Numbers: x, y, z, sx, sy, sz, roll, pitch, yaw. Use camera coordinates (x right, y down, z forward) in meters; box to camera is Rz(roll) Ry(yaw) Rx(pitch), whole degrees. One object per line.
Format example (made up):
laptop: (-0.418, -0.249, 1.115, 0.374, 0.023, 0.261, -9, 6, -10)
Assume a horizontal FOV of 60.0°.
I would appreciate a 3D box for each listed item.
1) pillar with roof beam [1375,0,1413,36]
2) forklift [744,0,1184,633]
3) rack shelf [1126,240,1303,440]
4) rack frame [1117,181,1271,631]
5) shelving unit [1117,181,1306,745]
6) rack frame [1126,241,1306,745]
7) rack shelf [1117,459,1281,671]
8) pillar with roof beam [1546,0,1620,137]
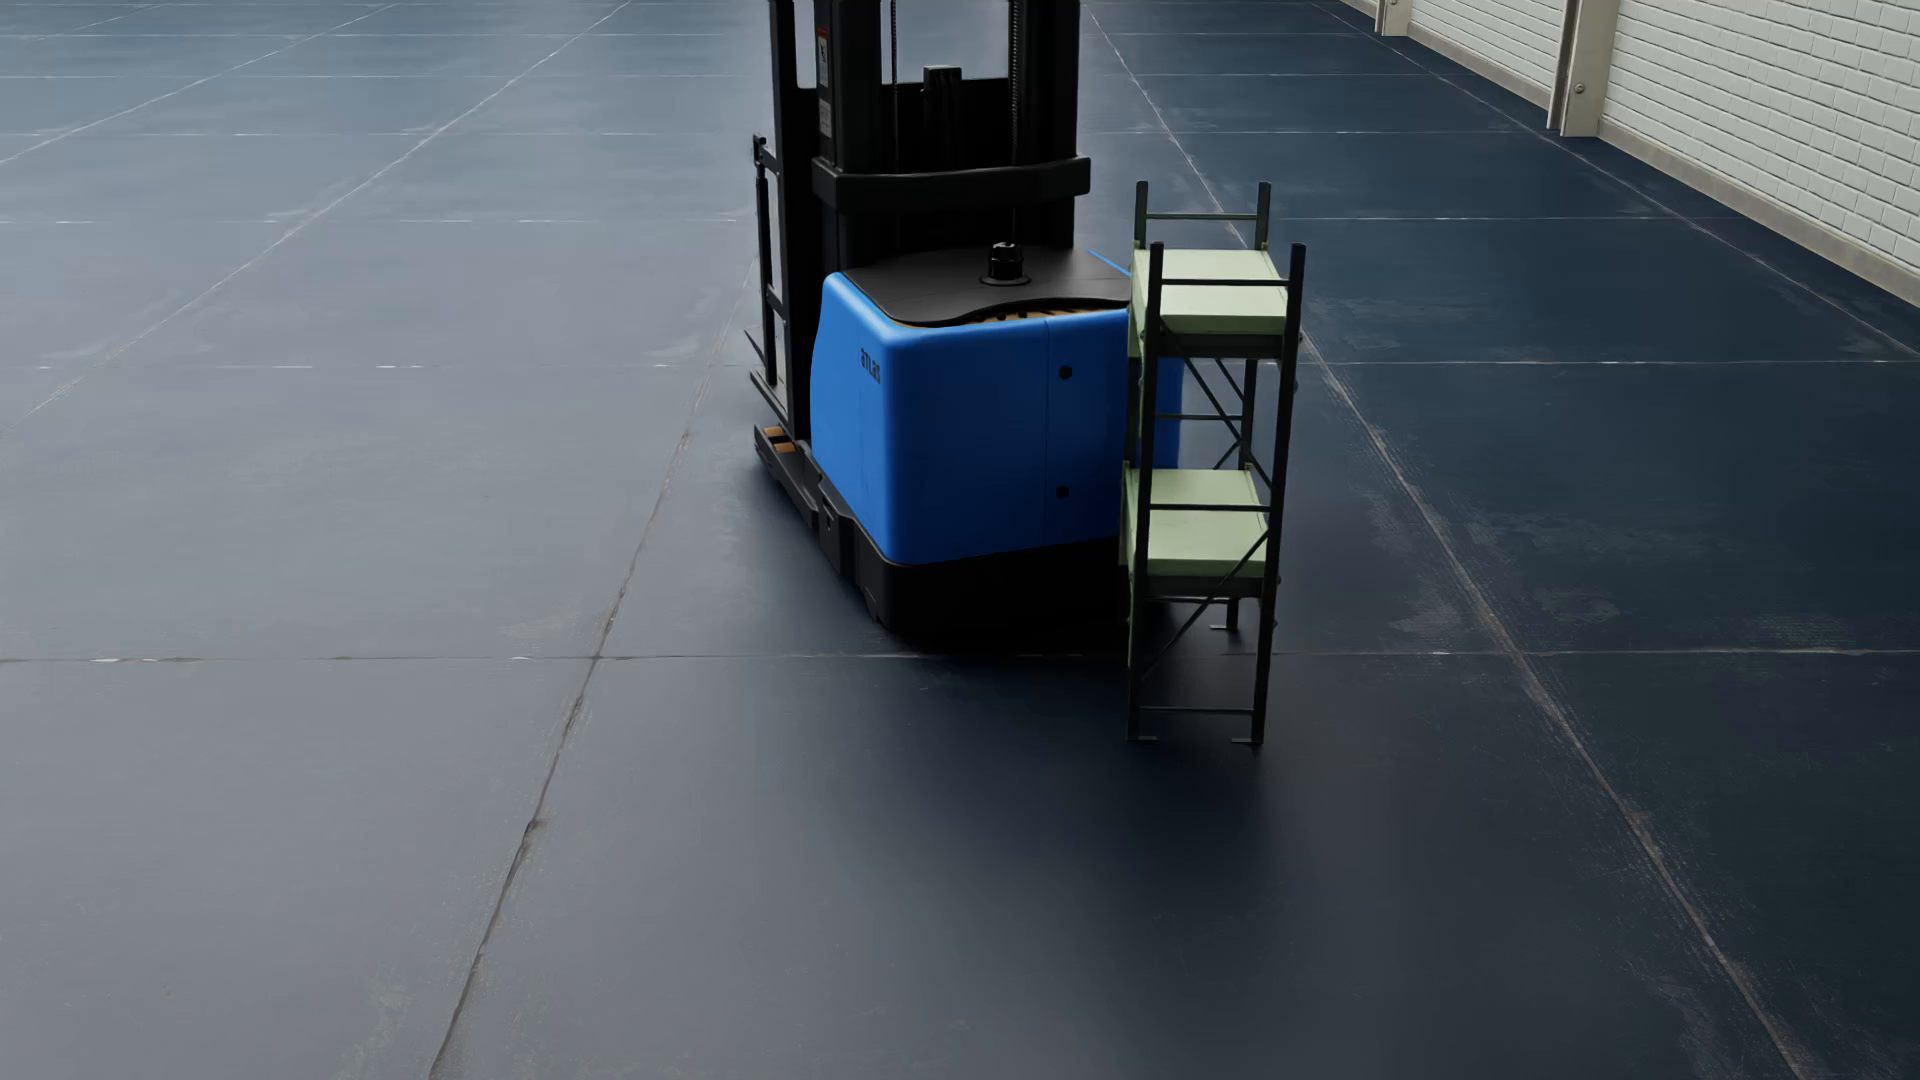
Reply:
pillar with roof beam: (0.667, -9.908, 17.238, 9.100, 9.000, 0.400, 0, 24, -1)
forklift: (-0.216, -1.614, 6.261, 1.130, 2.935, 3.031, -8, 26, -17)
rack shelf: (0.712, -0.592, 4.793, 0.431, 0.370, 0.720, 1, 24, 2)
rack frame: (0.729, -0.387, 5.287, 0.400, 1.500, 0.023, 1, 24, 2)
shelving unit: (0.712, -0.237, 4.954, 0.431, 1.500, 0.755, 1, 24, 2)
rack frame: (0.695, -0.086, 4.620, 0.400, 1.500, 0.023, 1, 24, 2)
rack shelf: (0.712, 0.060, 5.088, 0.431, 0.370, 0.720, 1, 24, 2)
pillar with roof beam: (0.733, -7.436, 11.771, 9.100, 9.000, 0.400, 0, 24, -1)
